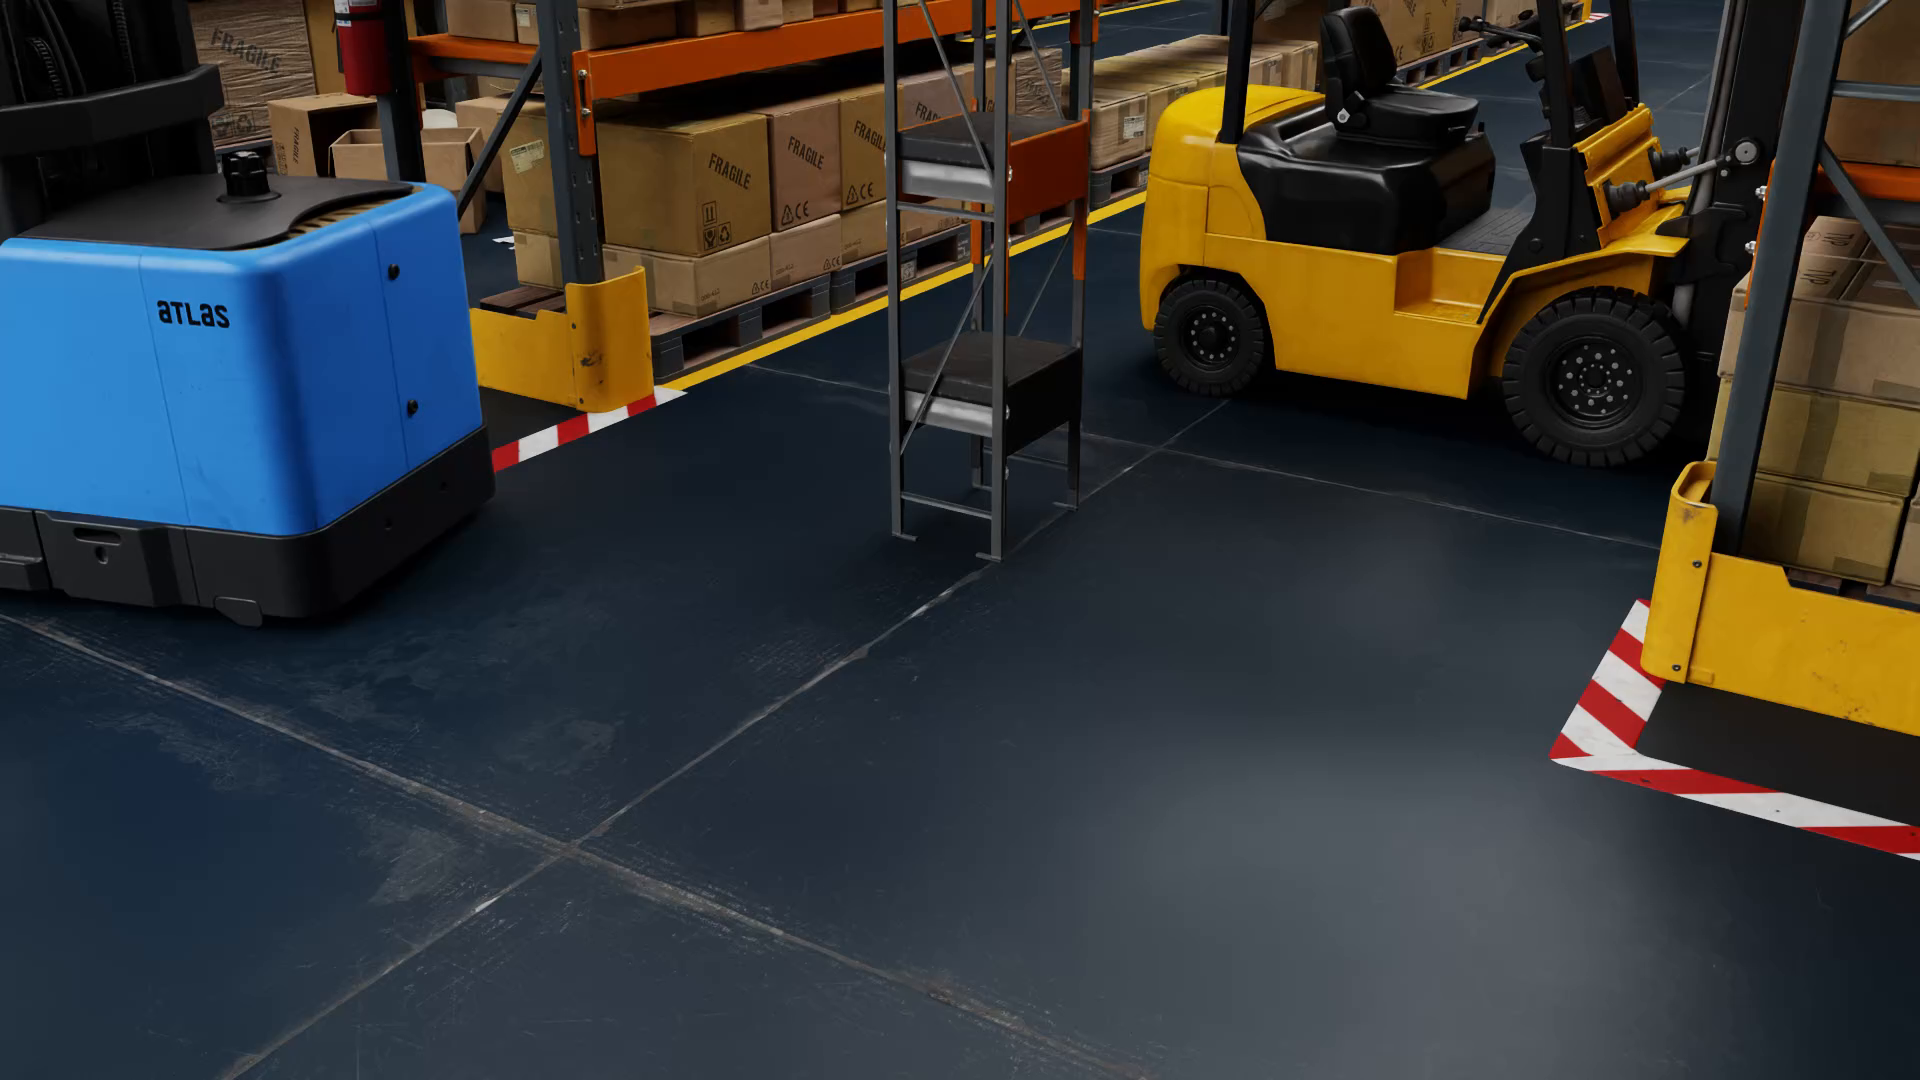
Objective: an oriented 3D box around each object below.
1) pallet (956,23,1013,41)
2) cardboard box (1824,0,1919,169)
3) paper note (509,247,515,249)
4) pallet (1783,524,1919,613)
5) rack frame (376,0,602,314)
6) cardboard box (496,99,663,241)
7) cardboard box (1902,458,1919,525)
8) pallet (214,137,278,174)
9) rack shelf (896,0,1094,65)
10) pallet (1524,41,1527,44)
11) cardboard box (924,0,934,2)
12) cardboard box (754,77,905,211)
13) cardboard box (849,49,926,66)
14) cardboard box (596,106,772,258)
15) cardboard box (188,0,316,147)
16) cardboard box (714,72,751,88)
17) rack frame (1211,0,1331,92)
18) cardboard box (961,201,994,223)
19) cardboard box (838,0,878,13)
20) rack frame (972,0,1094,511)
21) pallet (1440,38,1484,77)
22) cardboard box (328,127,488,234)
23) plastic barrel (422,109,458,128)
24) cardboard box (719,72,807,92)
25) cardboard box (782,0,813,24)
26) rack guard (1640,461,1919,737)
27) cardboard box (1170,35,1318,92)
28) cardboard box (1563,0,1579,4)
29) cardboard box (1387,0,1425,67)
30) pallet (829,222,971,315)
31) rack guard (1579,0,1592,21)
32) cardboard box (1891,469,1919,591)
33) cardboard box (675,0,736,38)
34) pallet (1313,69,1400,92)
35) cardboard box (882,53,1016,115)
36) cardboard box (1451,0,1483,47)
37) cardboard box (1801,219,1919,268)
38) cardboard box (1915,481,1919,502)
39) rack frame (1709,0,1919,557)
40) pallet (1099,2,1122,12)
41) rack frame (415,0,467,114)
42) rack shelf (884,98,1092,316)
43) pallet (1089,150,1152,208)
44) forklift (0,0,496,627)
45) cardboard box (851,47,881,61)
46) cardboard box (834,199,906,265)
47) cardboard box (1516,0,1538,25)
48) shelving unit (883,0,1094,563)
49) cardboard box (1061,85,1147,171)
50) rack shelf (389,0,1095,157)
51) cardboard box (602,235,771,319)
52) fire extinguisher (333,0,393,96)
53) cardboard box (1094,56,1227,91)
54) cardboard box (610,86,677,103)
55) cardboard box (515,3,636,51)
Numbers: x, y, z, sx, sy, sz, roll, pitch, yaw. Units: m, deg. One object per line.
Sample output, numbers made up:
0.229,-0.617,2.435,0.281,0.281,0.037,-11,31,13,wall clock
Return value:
-0.155,-5.518,17.731,1.003,0.211,1.213,14,27,29,pallet
2.439,-1.235,4.202,0.500,0.500,0.500,13,27,28,cardboard box
-2.347,-1.561,8.844,0.032,0.001,0.123,14,27,29,paper note
2.770,0.044,4.882,1.003,0.211,1.213,14,27,29,pallet
-1.816,-2.007,6.111,1.000,3.000,0.127,14,27,29,rack frame
-1.615,-1.607,7.176,0.500,0.500,0.500,14,27,29,cardboard box
2.652,-0.290,5.077,0.500,0.250,0.500,14,27,29,cardboard box
-5.075,-2.427,10.591,1.003,0.211,1.213,14,27,29,pallet
0.087,-1.649,4.689,0.431,0.518,0.480,14,27,29,rack shelf
5.624,-5.431,17.531,1.003,0.211,1.213,14,27,29,pallet
-0.311,-2.646,7.903,0.380,0.149,0.250,13,27,28,cardboard box
-0.600,-1.850,7.736,0.500,0.500,0.500,14,27,30,cardboard box
-0.520,-2.307,8.791,0.500,0.500,0.500,15,28,31,cardboard box
-1.144,-1.505,6.939,0.500,0.500,0.500,13,27,27,cardboard box
-4.829,-3.076,10.725,0.875,0.875,0.875,14,27,29,cardboard box
-1.203,-2.216,7.765,0.380,0.149,0.250,15,28,31,cardboard box
2.403,-4.707,12.348,1.000,3.000,0.127,14,27,29,rack frame
-0.062,-1.851,8.682,0.500,0.250,0.500,13,27,28,cardboard box
-0.598,-2.479,7.517,0.380,0.149,0.250,13,27,28,cardboard box
0.216,-1.102,5.152,0.400,2.100,0.015,14,27,29,rack frame
4.170,-4.502,15.383,1.003,0.211,1.213,14,27,29,pallet
-3.041,-1.985,9.202,0.797,0.503,0.637,-3,24,-7,cardboard box
-3.260,-2.474,10.432,0.421,0.421,0.512,-7,24,-17,plastic barrel
-1.071,-1.953,7.975,0.500,0.500,0.500,13,27,28,cardboard box
-0.851,-2.294,7.091,0.380,0.149,0.250,15,27,30,cardboard box
2.390,0.187,4.189,1.175,0.500,0.348,14,27,29,rack guard
2.097,-3.506,12.351,0.950,0.372,0.625,12,26,25,cardboard box
6.360,-6.181,18.448,0.875,0.438,0.875,13,27,27,cardboard box
3.312,-4.441,13.879,0.875,0.875,0.875,14,27,30,cardboard box
-0.673,-1.430,8.288,1.003,0.211,1.213,14,27,29,pallet
6.636,-6.269,19.101,1.175,0.500,0.348,14,27,29,rack guard
2.828,-0.024,4.463,0.500,0.250,0.500,14,27,29,cardboard box
-1.131,-2.124,6.697,0.380,0.149,0.250,13,27,27,cardboard box
2.883,-3.678,13.481,1.003,0.211,1.213,14,27,29,pallet
-0.057,-2.205,8.555,0.500,0.500,0.500,14,27,30,cardboard box
4.254,-5.049,15.284,0.875,0.875,0.875,15,27,31,cardboard box
2.645,-0.753,4.887,0.500,0.250,0.500,14,27,30,cardboard box
2.827,-0.244,4.341,0.500,0.250,0.500,14,27,30,cardboard box
2.402,-0.968,3.711,1.000,3.000,0.127,14,27,29,rack frame
1.222,-6.429,19.834,1.003,0.211,1.213,14,27,29,pallet
-3.965,-4.361,11.547,1.000,3.000,0.127,14,27,29,rack frame
0.087,-1.007,4.967,0.431,0.518,0.480,14,27,29,rack shelf
0.703,-2.341,10.392,1.003,0.211,1.213,14,27,29,pallet
-3.087,-1.407,4.810,3.031,2.935,1.130,6,24,13,forklift
-0.634,-2.584,8.616,0.380,0.149,0.250,15,28,31,cardboard box
-0.603,-1.510,7.895,0.500,0.250,0.500,16,28,32,cardboard box
5.407,-5.566,17.028,0.875,0.438,0.875,13,27,27,cardboard box
0.087,-1.019,4.962,0.431,2.100,0.503,14,27,29,shelving unit
0.568,-2.522,10.079,0.950,0.372,0.625,14,27,30,cardboard box
-0.762,-2.352,7.814,1.077,0.370,4.000,14,27,29,rack shelf
-1.156,-1.153,7.069,0.500,0.250,0.500,14,27,29,cardboard box
-2.268,-2.030,6.261,0.296,0.674,0.183,14,27,29,fire extinguisher
1.310,-3.000,11.184,0.950,0.372,0.625,15,28,31,cardboard box
-1.479,-2.043,7.366,0.380,0.149,0.250,15,27,30,cardboard box
-1.461,-1.963,6.326,0.380,0.149,0.250,14,27,29,cardboard box
